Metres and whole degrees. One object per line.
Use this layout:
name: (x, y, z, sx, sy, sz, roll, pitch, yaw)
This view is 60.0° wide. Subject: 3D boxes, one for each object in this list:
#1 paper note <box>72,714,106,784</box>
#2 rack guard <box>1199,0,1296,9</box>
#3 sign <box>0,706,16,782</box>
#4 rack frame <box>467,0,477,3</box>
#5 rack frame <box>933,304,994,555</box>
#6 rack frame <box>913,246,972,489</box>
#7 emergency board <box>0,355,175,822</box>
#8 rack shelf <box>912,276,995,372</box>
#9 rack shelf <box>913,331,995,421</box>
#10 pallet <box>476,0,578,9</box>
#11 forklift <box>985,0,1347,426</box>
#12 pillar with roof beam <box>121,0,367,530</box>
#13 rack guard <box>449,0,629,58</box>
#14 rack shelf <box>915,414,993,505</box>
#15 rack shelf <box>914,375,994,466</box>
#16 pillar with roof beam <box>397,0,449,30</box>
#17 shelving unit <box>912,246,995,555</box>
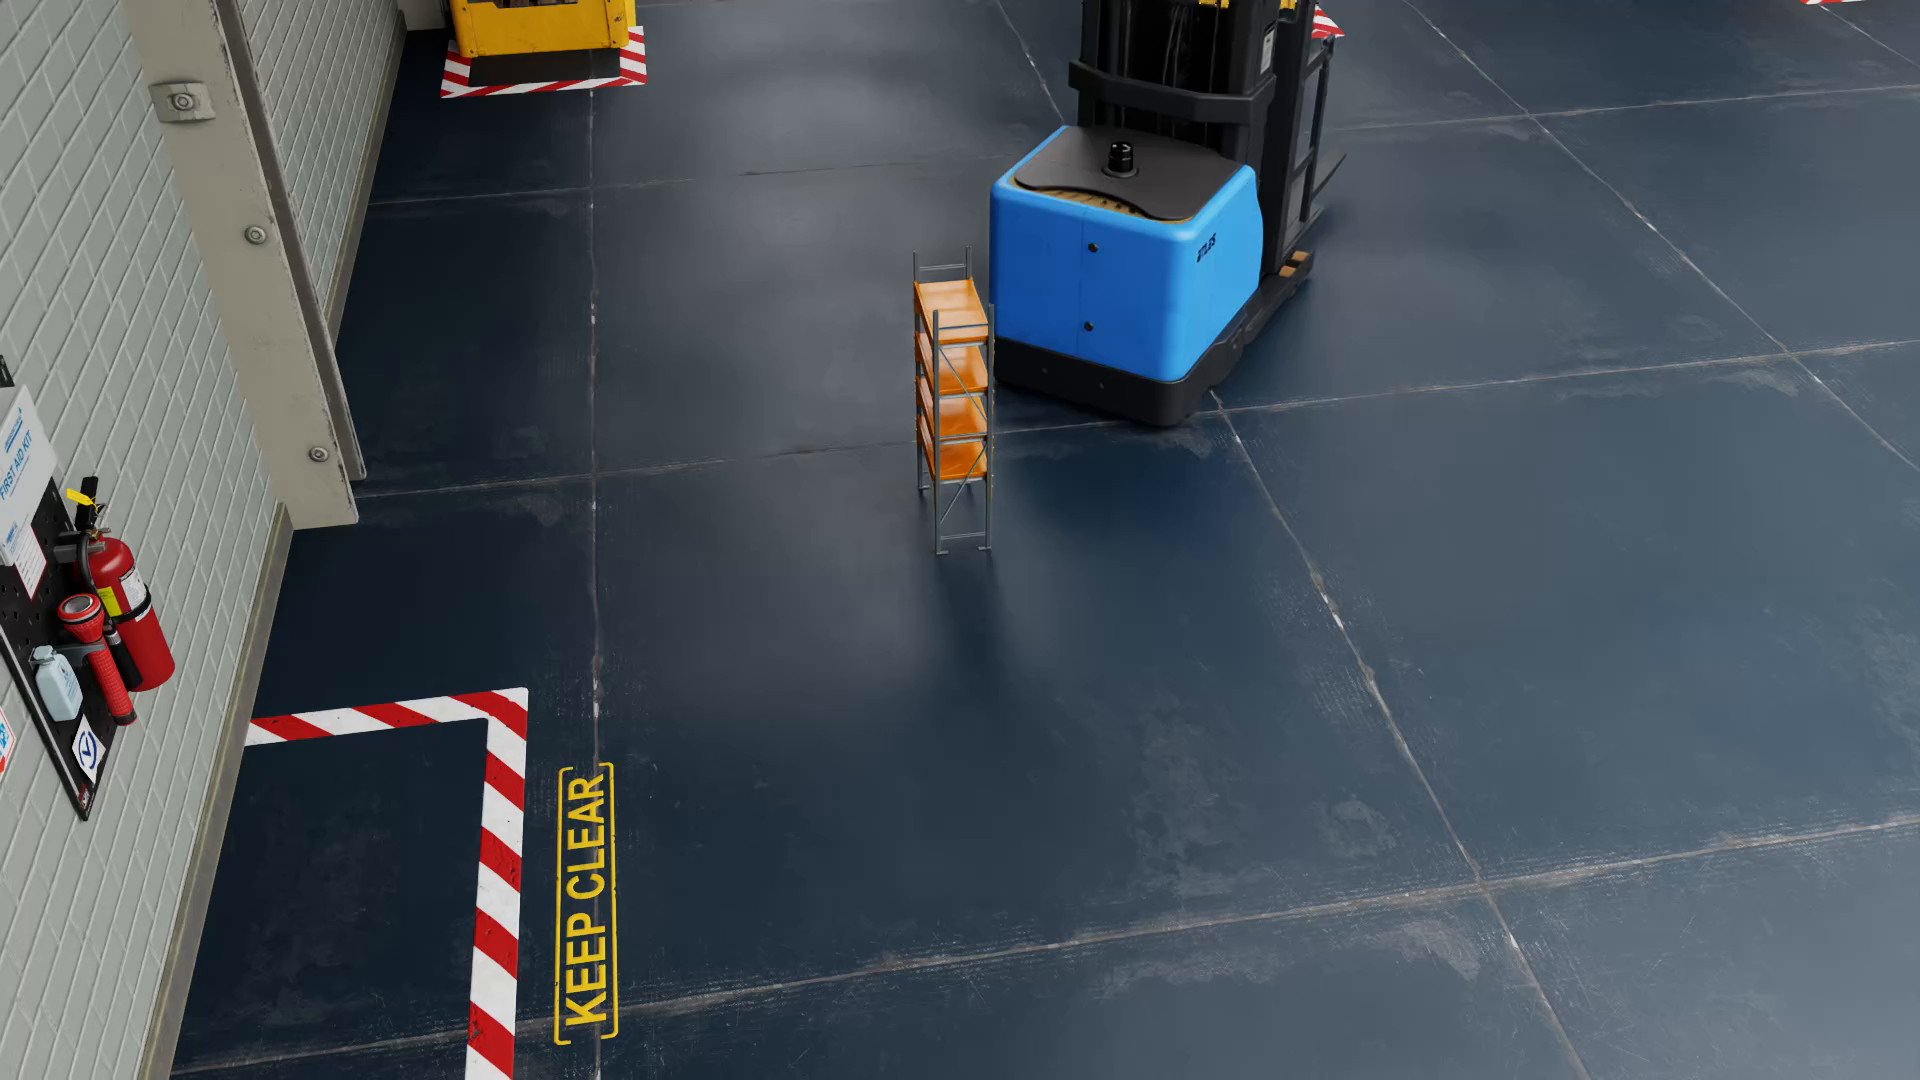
paper note: (-2.490, 0.597, 4.755, 0.016, 0.148, 0.142, -6, 38, -8)
rack guard: (1.954, -4.190, 12.236, 1.175, 0.500, 0.348, -6, 38, -8)
sign: (-2.458, 0.466, 4.177, 0.001, 0.329, 0.234, -6, 38, -8)
rack frame: (-2.926, -4.656, 10.799, 1.000, 3.000, 0.127, -6, 38, -8)
rack frame: (0.014, -0.426, 6.821, 0.240, 1.200, 0.015, -6, 38, -8)
rack frame: (-0.072, -0.721, 7.200, 0.240, 1.200, 0.015, -6, 38, -8)
emergency board: (-2.453, 0.135, 4.632, 0.194, 1.169, 0.643, -6, 38, -8)
rack shelf: (-0.029, -0.884, 6.770, 0.258, 0.148, 0.480, -6, 38, -8)
rack shelf: (-0.029, -0.697, 6.915, 0.258, 0.148, 0.480, -6, 38, -8)
pallet: (-3.047, -4.096, 12.350, 1.003, 0.211, 1.213, -6, 38, -8)
forklift: (1.273, -2.582, 8.184, 1.130, 2.935, 3.031, 19, 42, 22)
pillar with roof beam: (1.390, -4.194, 5.314, 9.100, 9.000, 0.400, -6, 38, -8)
rack guard: (-2.940, -3.715, 11.625, 1.175, 0.500, 0.348, -6, 38, -8)
rack shelf: (-0.029, -0.364, 7.174, 0.258, 0.148, 0.480, -6, 38, -8)
rack shelf: (-0.029, -0.521, 7.052, 0.258, 0.148, 0.480, -6, 38, -8)
pillar with roof beam: (0.338, -7.818, 9.979, 9.100, 9.000, 0.400, -6, 38, -8)
shelving unit: (-0.029, -0.574, 7.011, 0.258, 1.200, 0.503, -6, 38, -8)
